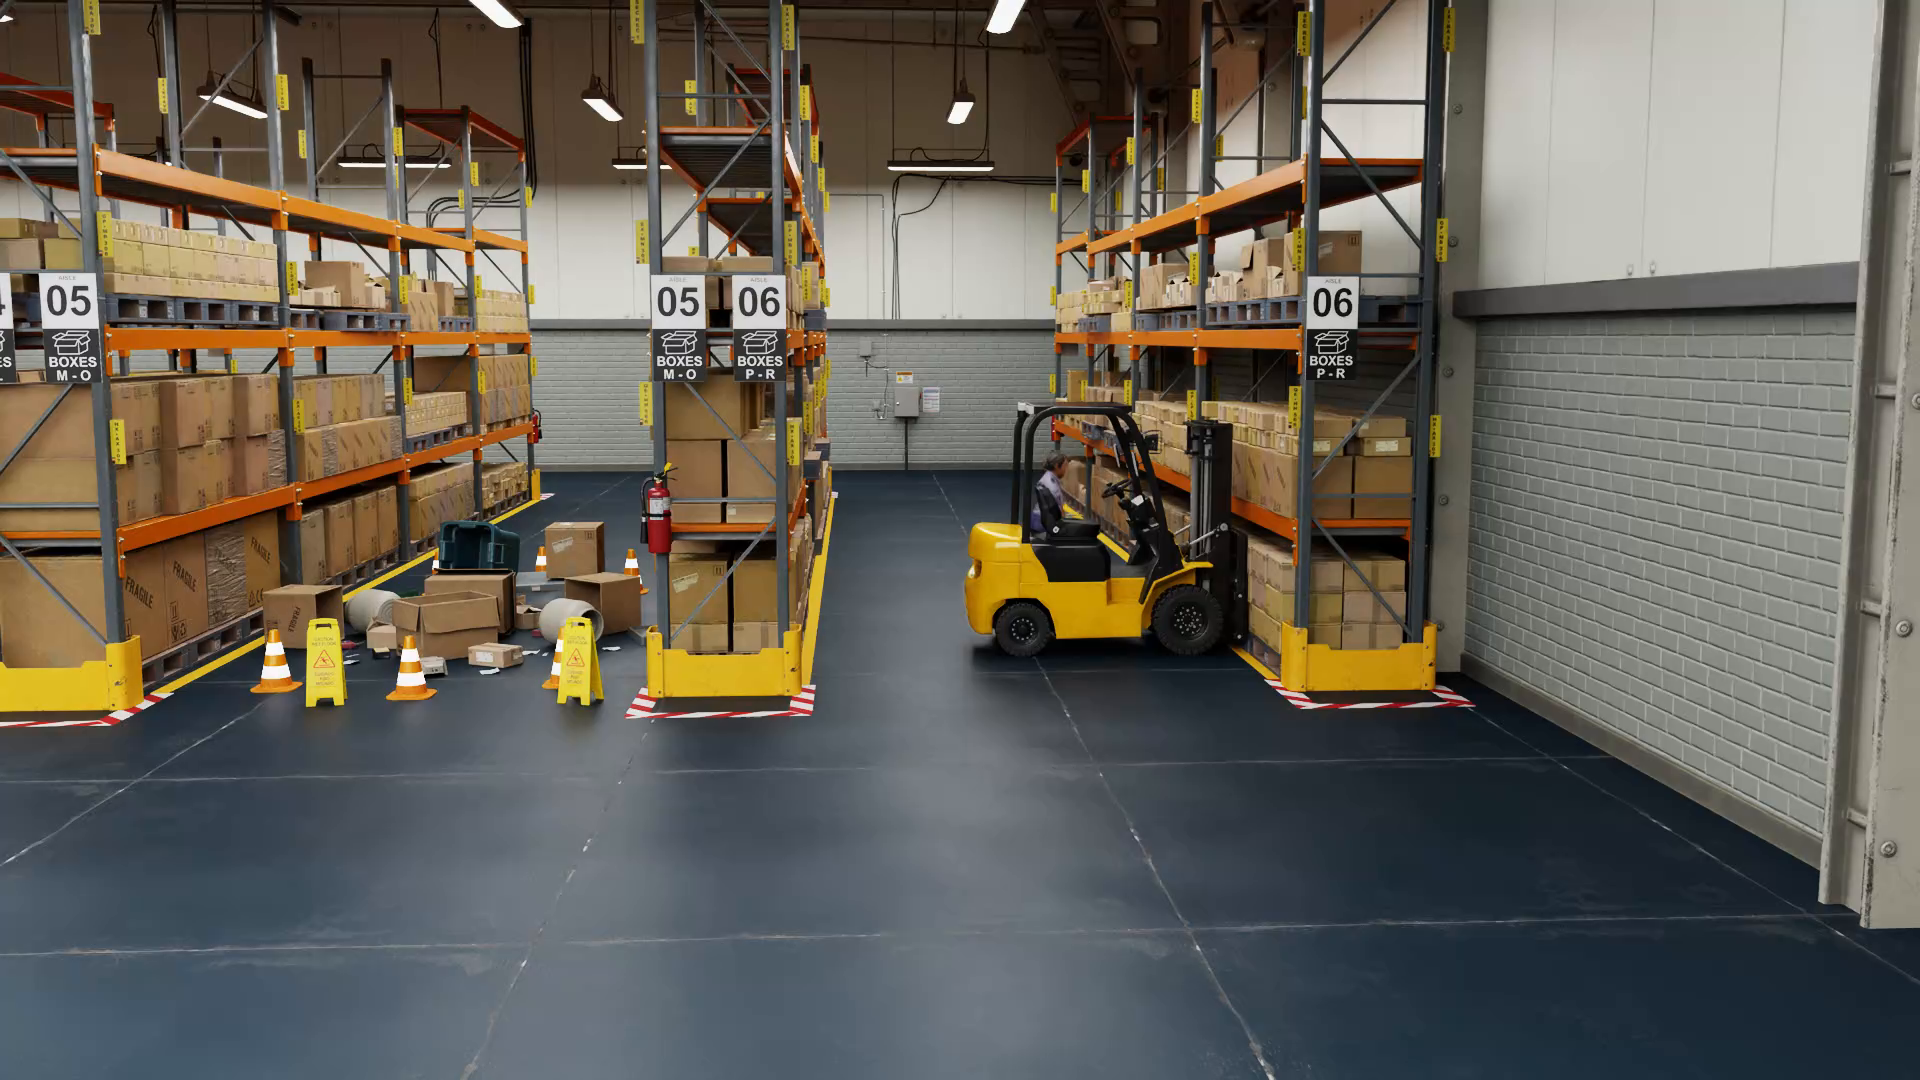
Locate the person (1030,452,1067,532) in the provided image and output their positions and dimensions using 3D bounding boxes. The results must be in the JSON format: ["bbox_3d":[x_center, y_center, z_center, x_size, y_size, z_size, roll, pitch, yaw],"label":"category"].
[{"bbox_3d":[0.885,-0.053,16.380,0.559,1.625,0.436,-1,7,-5],"label":"person"}]
